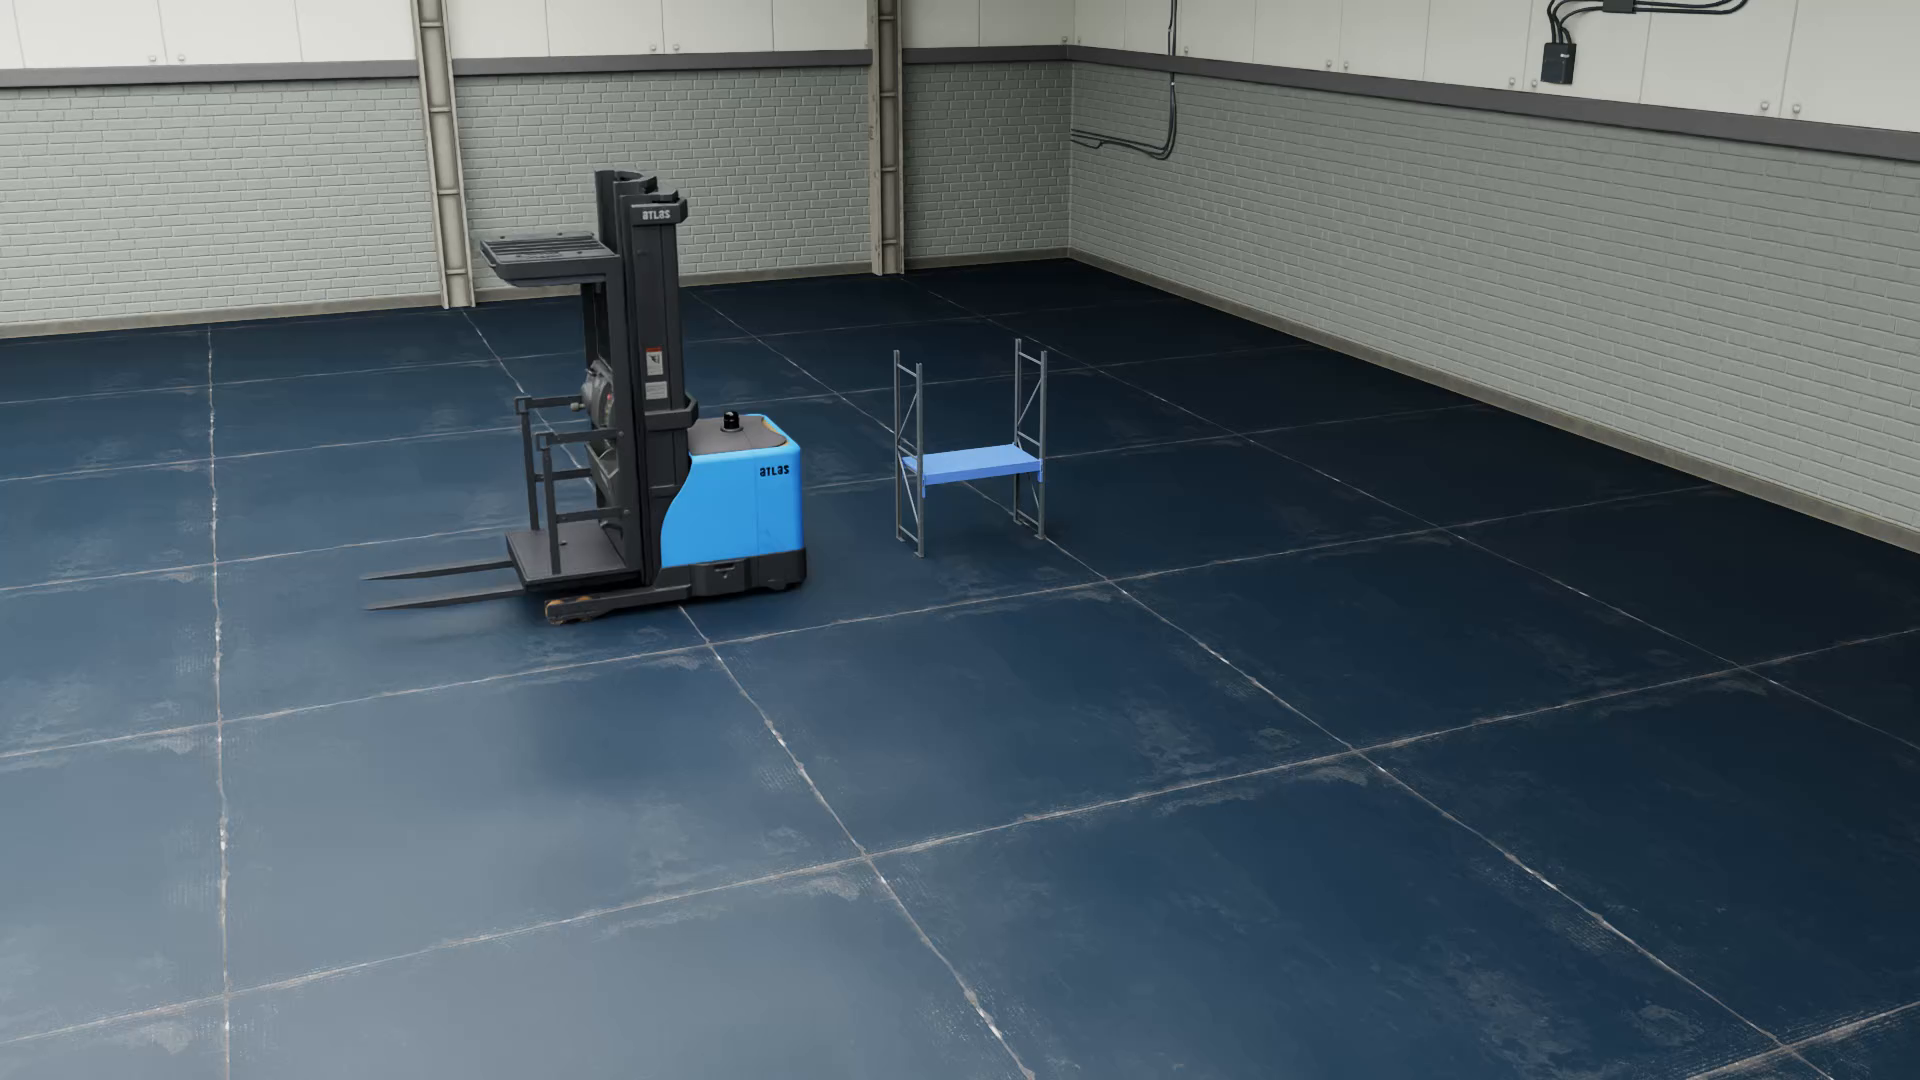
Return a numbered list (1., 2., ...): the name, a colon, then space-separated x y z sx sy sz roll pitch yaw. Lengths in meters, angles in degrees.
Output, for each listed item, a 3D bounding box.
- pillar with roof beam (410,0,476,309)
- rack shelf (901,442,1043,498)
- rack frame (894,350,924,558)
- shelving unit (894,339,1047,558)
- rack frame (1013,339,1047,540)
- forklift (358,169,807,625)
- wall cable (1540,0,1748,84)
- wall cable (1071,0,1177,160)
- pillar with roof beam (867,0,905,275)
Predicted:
1. pillar with roof beam: -4.842 -5.994 16.495 0.400 9.000 9.100 -8 21 -22
2. rack shelf: 0.078 -0.549 12.865 1.000 0.185 0.538 -8 21 -22
3. rack frame: -0.388 -0.652 12.615 0.032 1.500 0.500 -8 21 -22
4. shelving unit: 0.078 -0.719 12.805 1.048 1.500 0.538 -8 21 -22
5. rack frame: 0.545 -0.786 12.995 0.032 1.500 0.500 -8 21 -22
6. forklift: -2.677 -1.000 11.450 3.031 2.935 1.130 -8 21 -20
7. wall cable: 5.937 -6.787 13.628 0.169 6.003 2.305 -8 21 -22
8. wall cable: 2.191 -6.615 22.937 0.112 2.526 3.097 -8 21 -22
9. pillar with roof beam: 0.667 -6.783 18.737 0.400 9.000 9.100 -8 21 -22
